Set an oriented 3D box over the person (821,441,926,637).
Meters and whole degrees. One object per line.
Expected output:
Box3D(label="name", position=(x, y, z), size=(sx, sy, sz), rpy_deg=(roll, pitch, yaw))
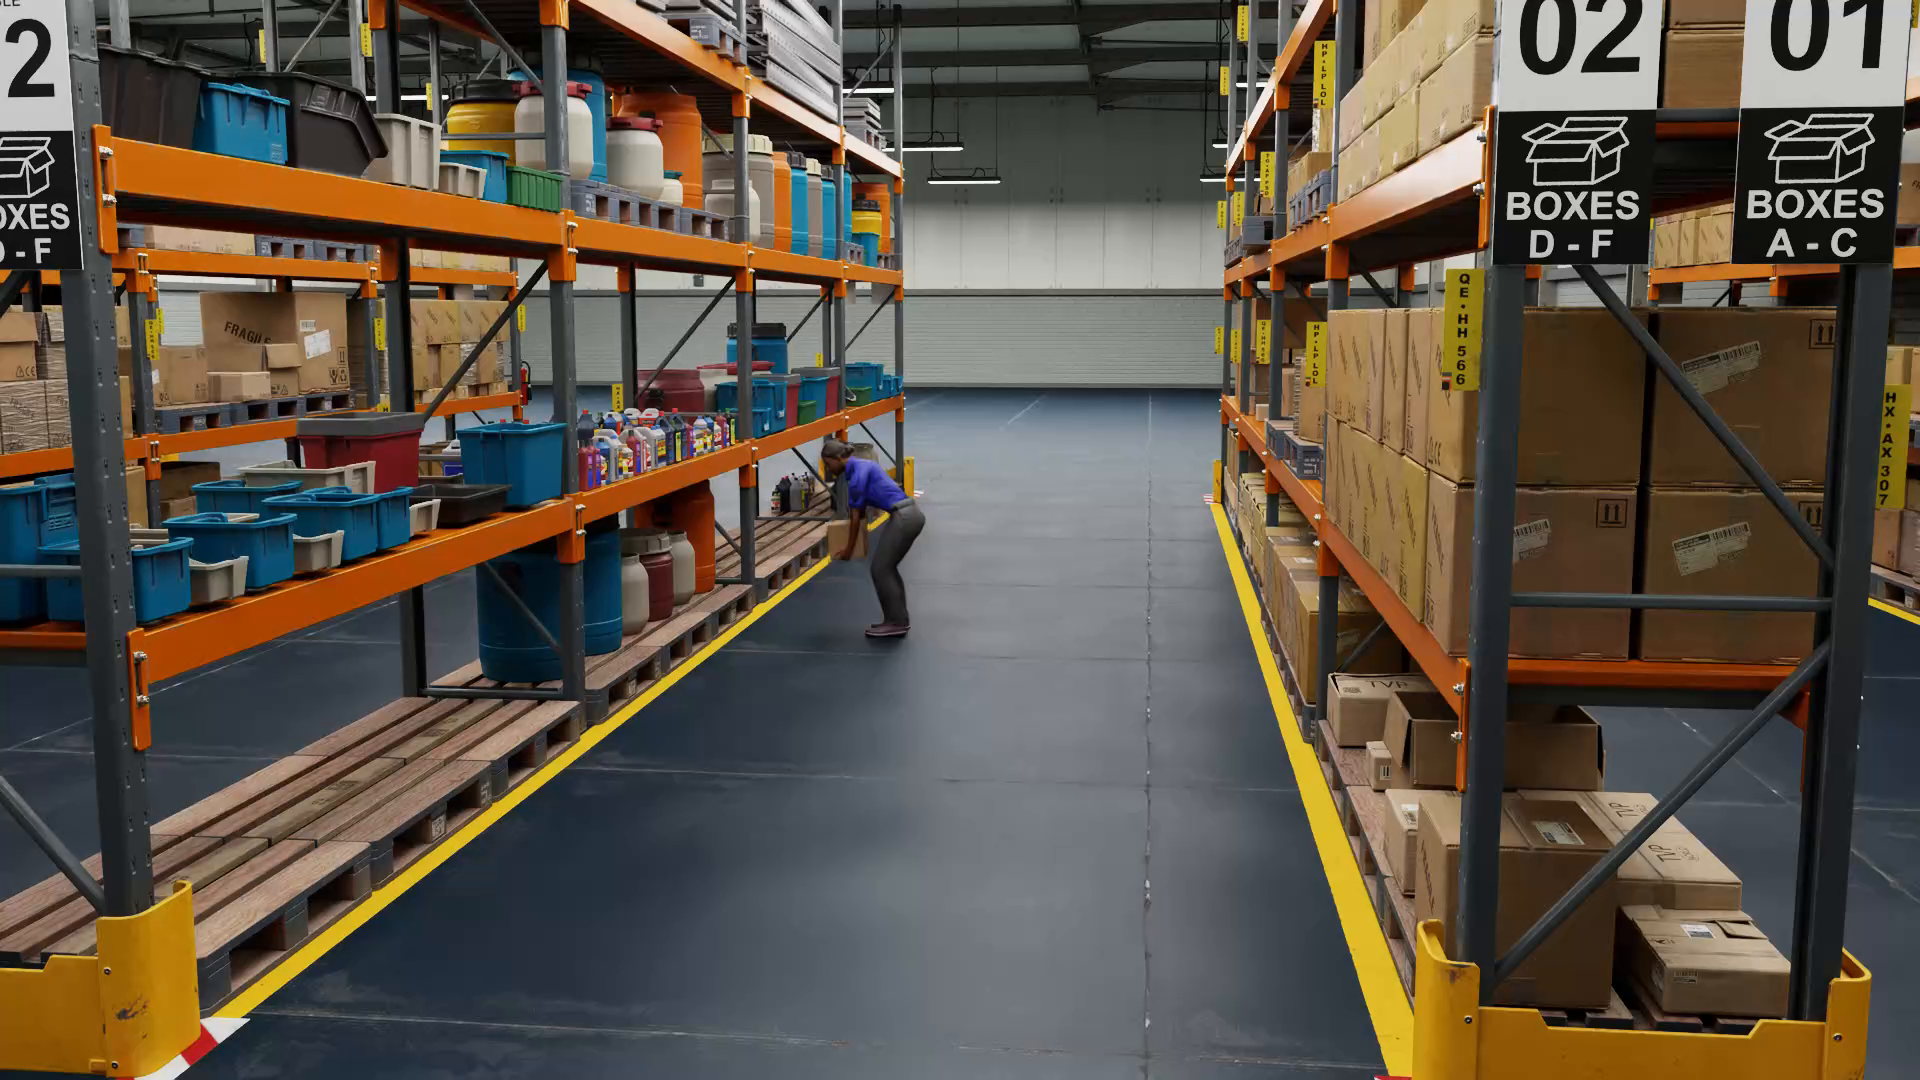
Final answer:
Box3D(label="person", position=(-0.621, -0.015, 11.920), size=(0.735, 1.399, 0.414), rpy_deg=(1, 8, 5))
